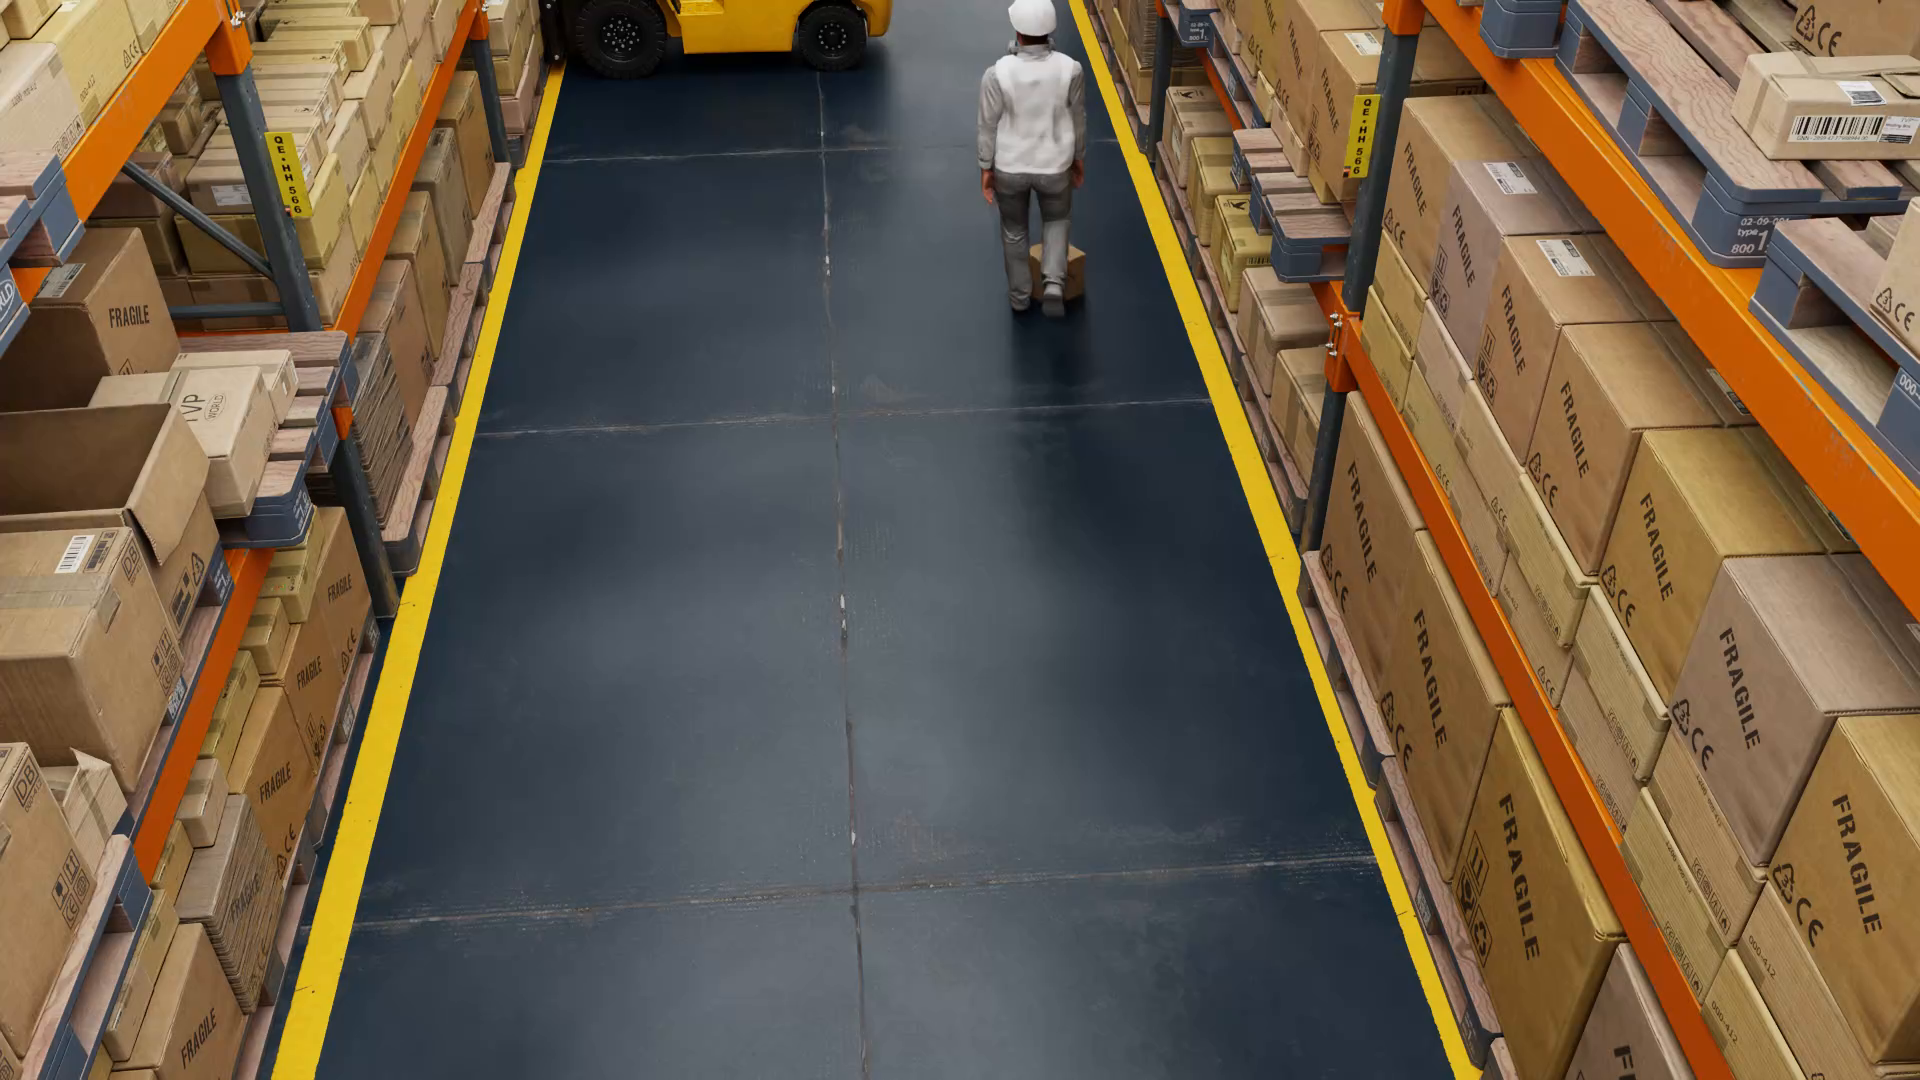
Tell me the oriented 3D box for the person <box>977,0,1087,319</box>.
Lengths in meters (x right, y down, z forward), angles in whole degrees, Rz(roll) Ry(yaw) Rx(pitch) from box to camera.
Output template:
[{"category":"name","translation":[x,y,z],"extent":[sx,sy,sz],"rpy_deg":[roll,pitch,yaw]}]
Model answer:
[{"category":"person","translation":[0.365,-1.916,8.478],"extent":[0.565,1.758,0.632],"rpy_deg":[-2,39,-3]}]
